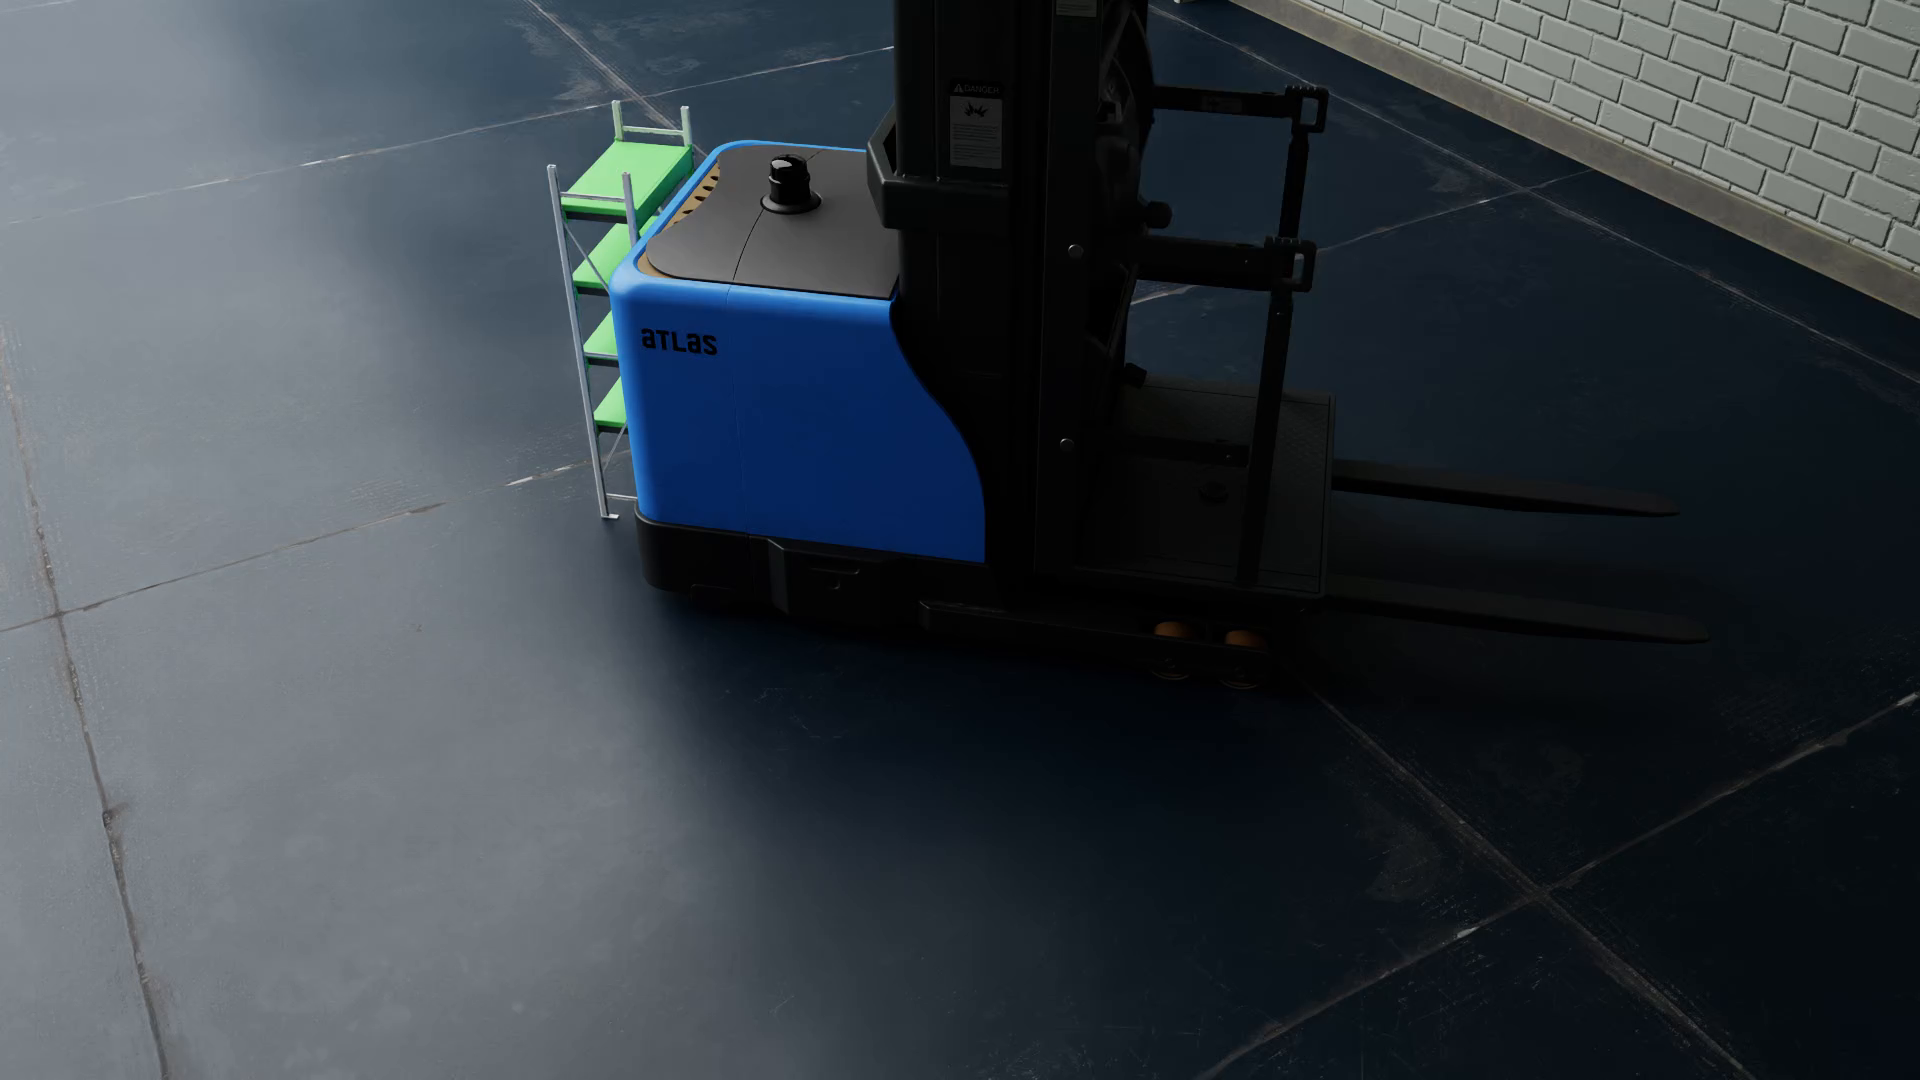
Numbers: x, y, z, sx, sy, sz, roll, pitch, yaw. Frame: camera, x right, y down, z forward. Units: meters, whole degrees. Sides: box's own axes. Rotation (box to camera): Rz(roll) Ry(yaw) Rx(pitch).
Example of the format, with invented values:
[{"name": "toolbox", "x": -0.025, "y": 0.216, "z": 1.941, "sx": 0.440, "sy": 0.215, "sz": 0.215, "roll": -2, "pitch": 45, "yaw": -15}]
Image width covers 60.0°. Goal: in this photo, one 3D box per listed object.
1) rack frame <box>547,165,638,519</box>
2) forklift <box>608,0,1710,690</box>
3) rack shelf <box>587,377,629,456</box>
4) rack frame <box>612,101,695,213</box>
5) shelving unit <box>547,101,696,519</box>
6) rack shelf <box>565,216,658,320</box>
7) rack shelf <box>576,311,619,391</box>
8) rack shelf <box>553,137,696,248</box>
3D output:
[{"name": "rack frame", "x": -1.034, "y": -0.546, "z": 4.981, "sx": 0.240, "sy": 1.200, "sz": 0.015, "roll": 7, "pitch": 37, "yaw": 9}, {"name": "forklift", "x": 0.617, "y": -1.107, "z": 4.281, "sx": 3.031, "sy": 2.935, "sz": 1.130, "roll": 7, "pitch": 37, "yaw": 10}, {"name": "rack shelf", "x": -0.984, "y": -0.442, "z": 5.353, "sx": 0.258, "sy": 0.148, "sz": 0.480, "roll": 7, "pitch": 37, "yaw": 9}, {"name": "rack frame", "x": -0.934, "y": -0.828, "z": 5.367, "sx": 0.240, "sy": 1.200, "sz": 0.015, "roll": 7, "pitch": 37, "yaw": 9}, {"name": "shelving unit", "x": -0.984, "y": -0.687, "z": 5.174, "sx": 0.258, "sy": 1.200, "sz": 0.503, "roll": 7, "pitch": 37, "yaw": 9}, {"name": "rack shelf", "x": -0.984, "y": -0.830, "z": 5.070, "sx": 0.258, "sy": 0.148, "sz": 0.480, "roll": 7, "pitch": 37, "yaw": 9}, {"name": "rack shelf", "x": -0.984, "y": -0.636, "z": 5.211, "sx": 0.258, "sy": 0.148, "sz": 0.480, "roll": 7, "pitch": 37, "yaw": 9}, {"name": "rack shelf", "x": -0.984, "y": -1.023, "z": 4.928, "sx": 0.258, "sy": 0.148, "sz": 0.480, "roll": 7, "pitch": 37, "yaw": 9}]
